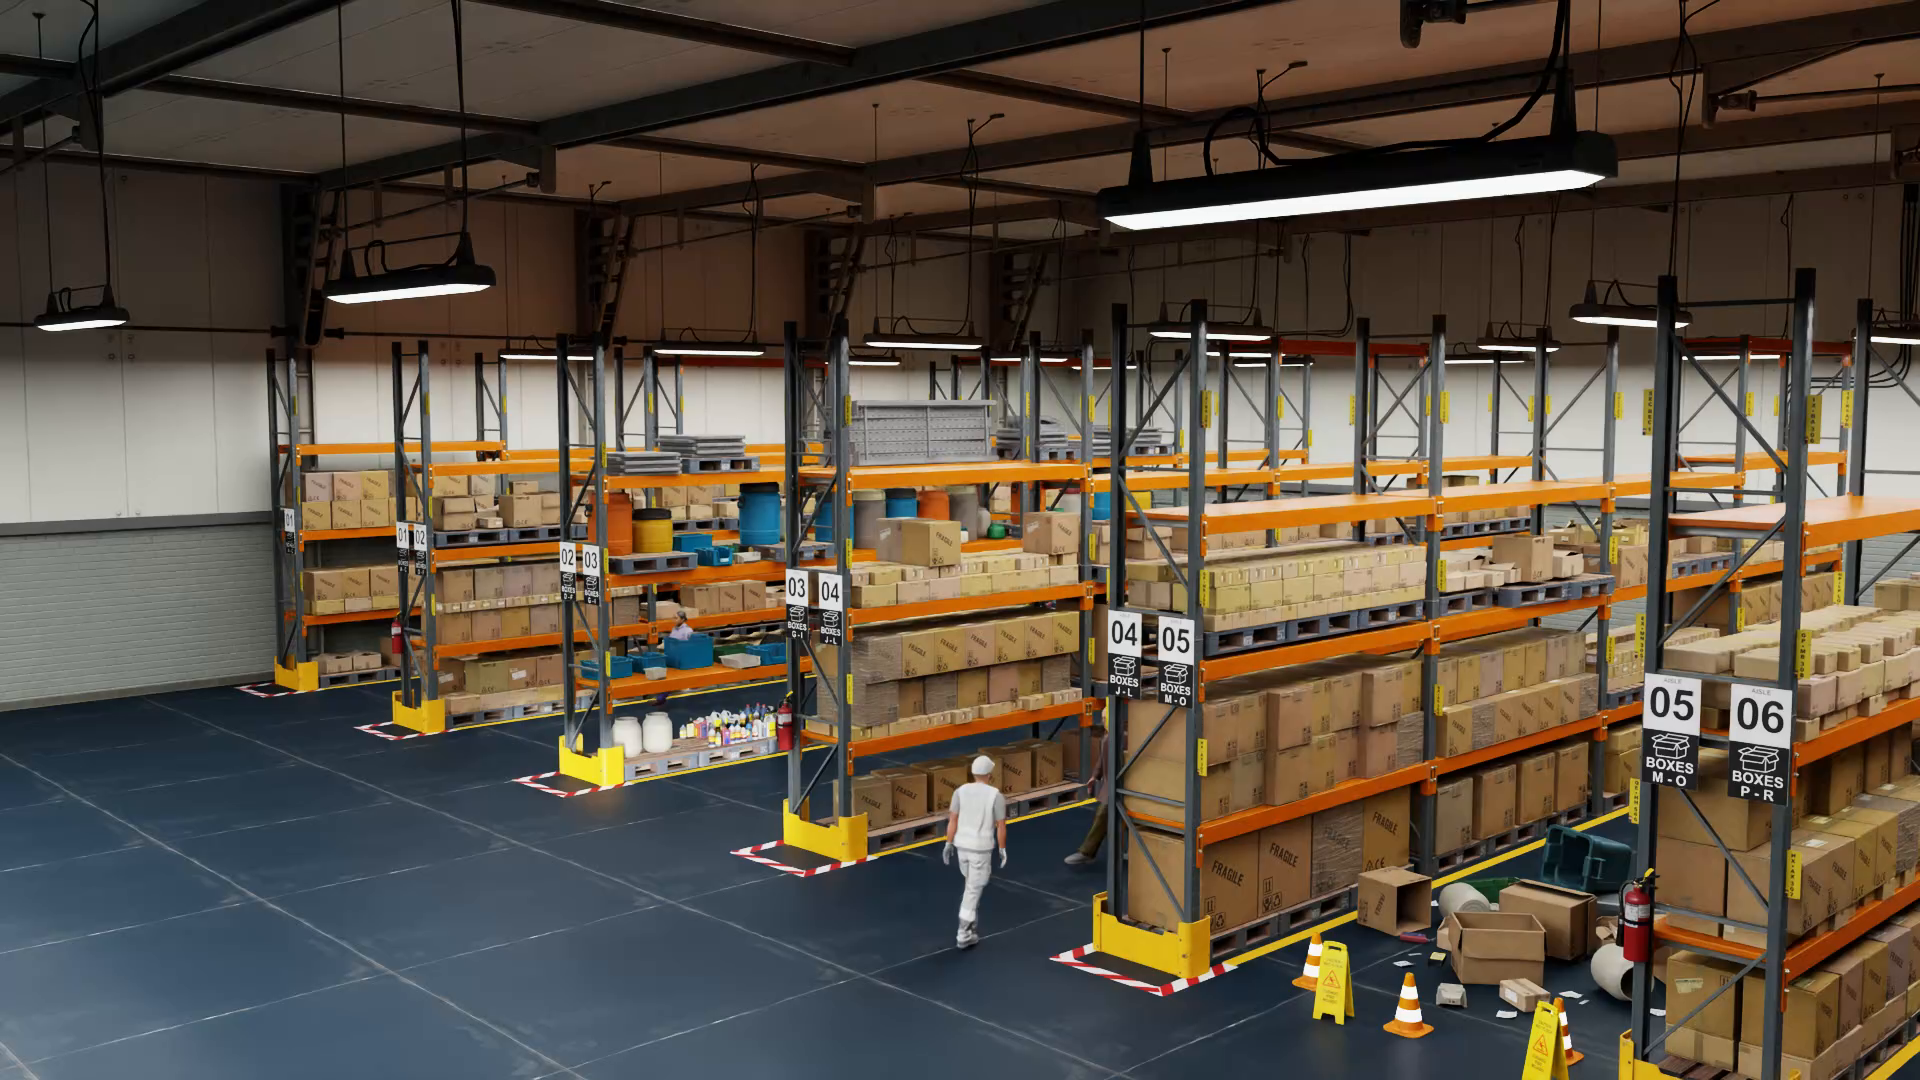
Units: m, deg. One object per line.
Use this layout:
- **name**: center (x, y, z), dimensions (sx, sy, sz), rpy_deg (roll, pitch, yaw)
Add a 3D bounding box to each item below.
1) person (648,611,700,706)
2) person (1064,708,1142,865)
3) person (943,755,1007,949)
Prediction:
- **person**: center (-4.666, 1.965, 27.512), dimensions (0.507, 1.540, 1.015), rpy_deg (3, 6, 33)
- **person**: center (1.638, 2.688, 18.327), dimensions (1.062, 1.735, 0.611), rpy_deg (-1, 5, -7)
- **person**: center (0.145, 2.933, 15.631), dimensions (0.548, 1.807, 0.537), rpy_deg (3, 6, 33)
